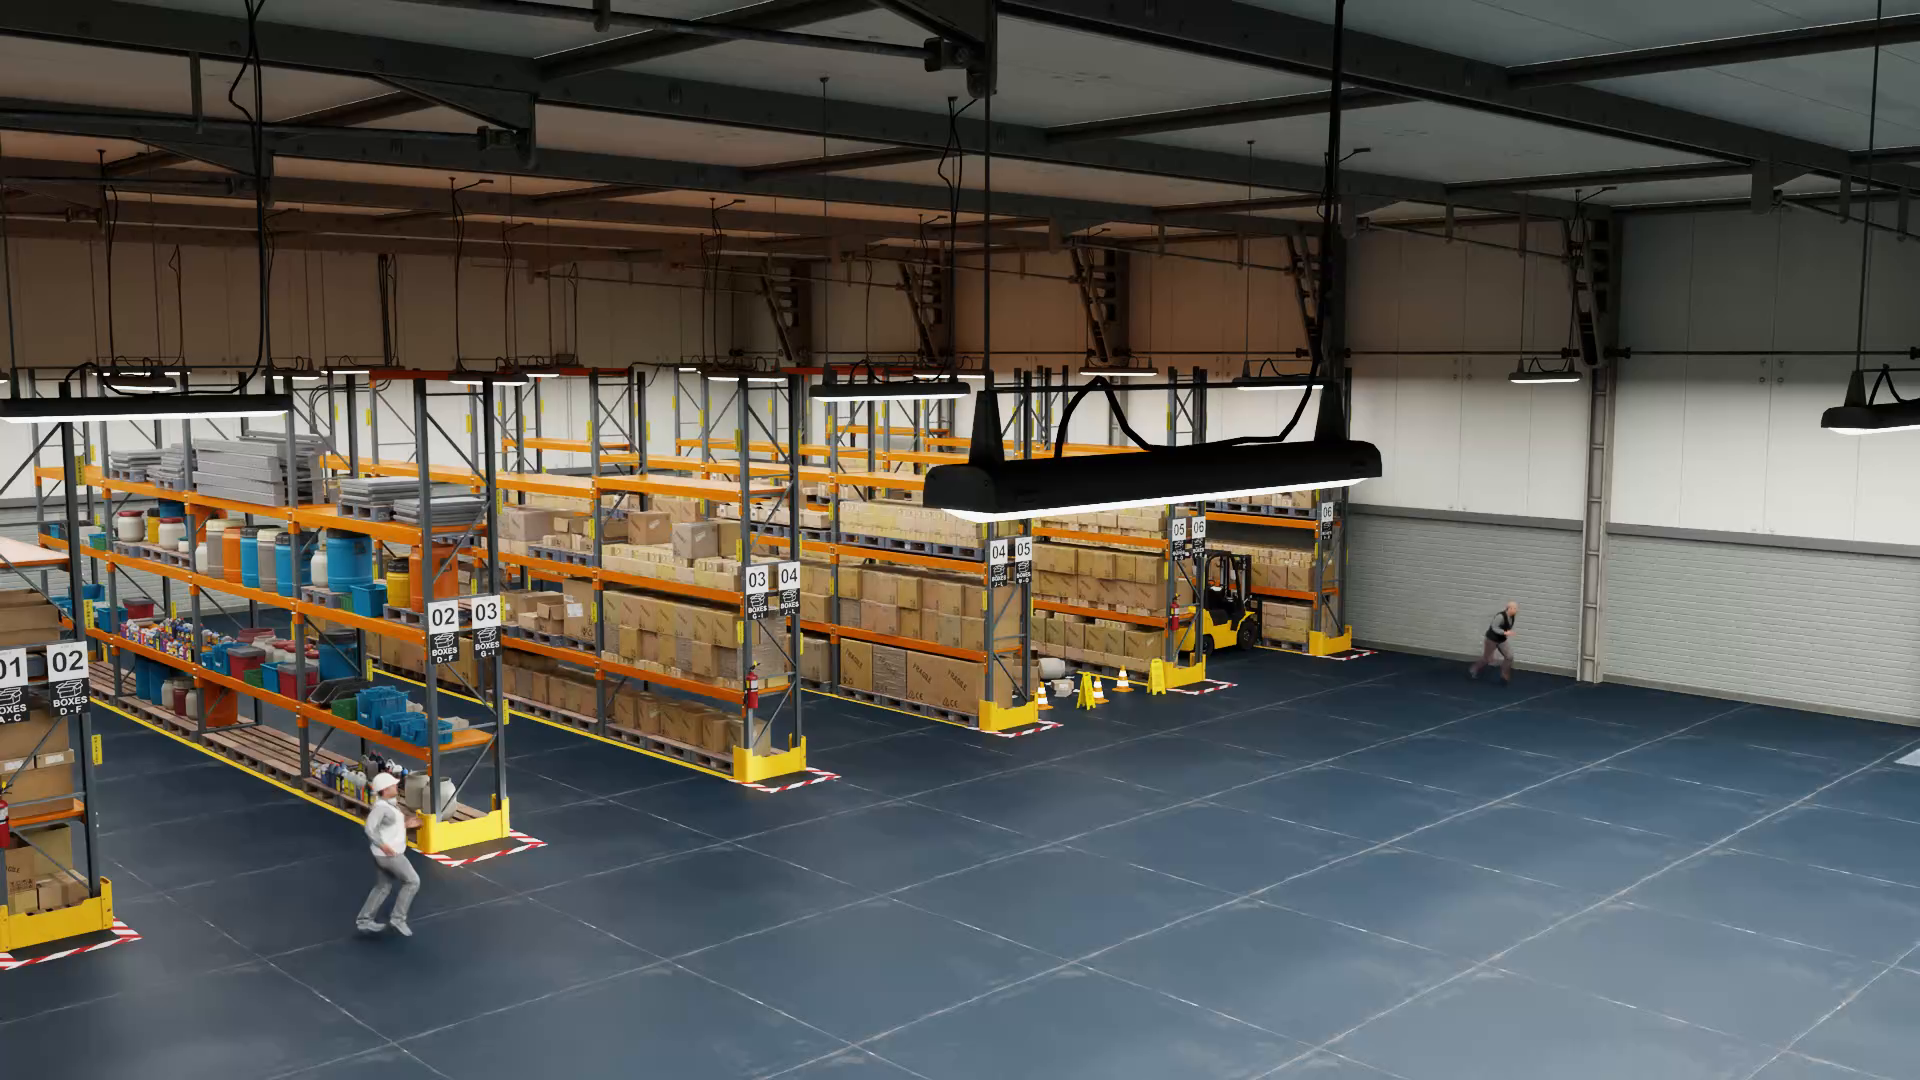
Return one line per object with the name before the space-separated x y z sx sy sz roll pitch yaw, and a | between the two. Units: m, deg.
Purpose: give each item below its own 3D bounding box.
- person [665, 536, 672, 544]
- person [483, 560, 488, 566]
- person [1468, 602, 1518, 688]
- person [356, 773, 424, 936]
person | -7.629 0.496 43.705 0.954 1.771 0.660 -5 8 -39
person | -10.676 1.283 37.551 0.594 1.703 0.682 -4 7 -31
person | 10.176 1.970 31.727 0.702 1.682 0.989 -6 9 -43
person | -6.204 3.426 18.094 0.756 1.818 0.636 -3 7 -25
